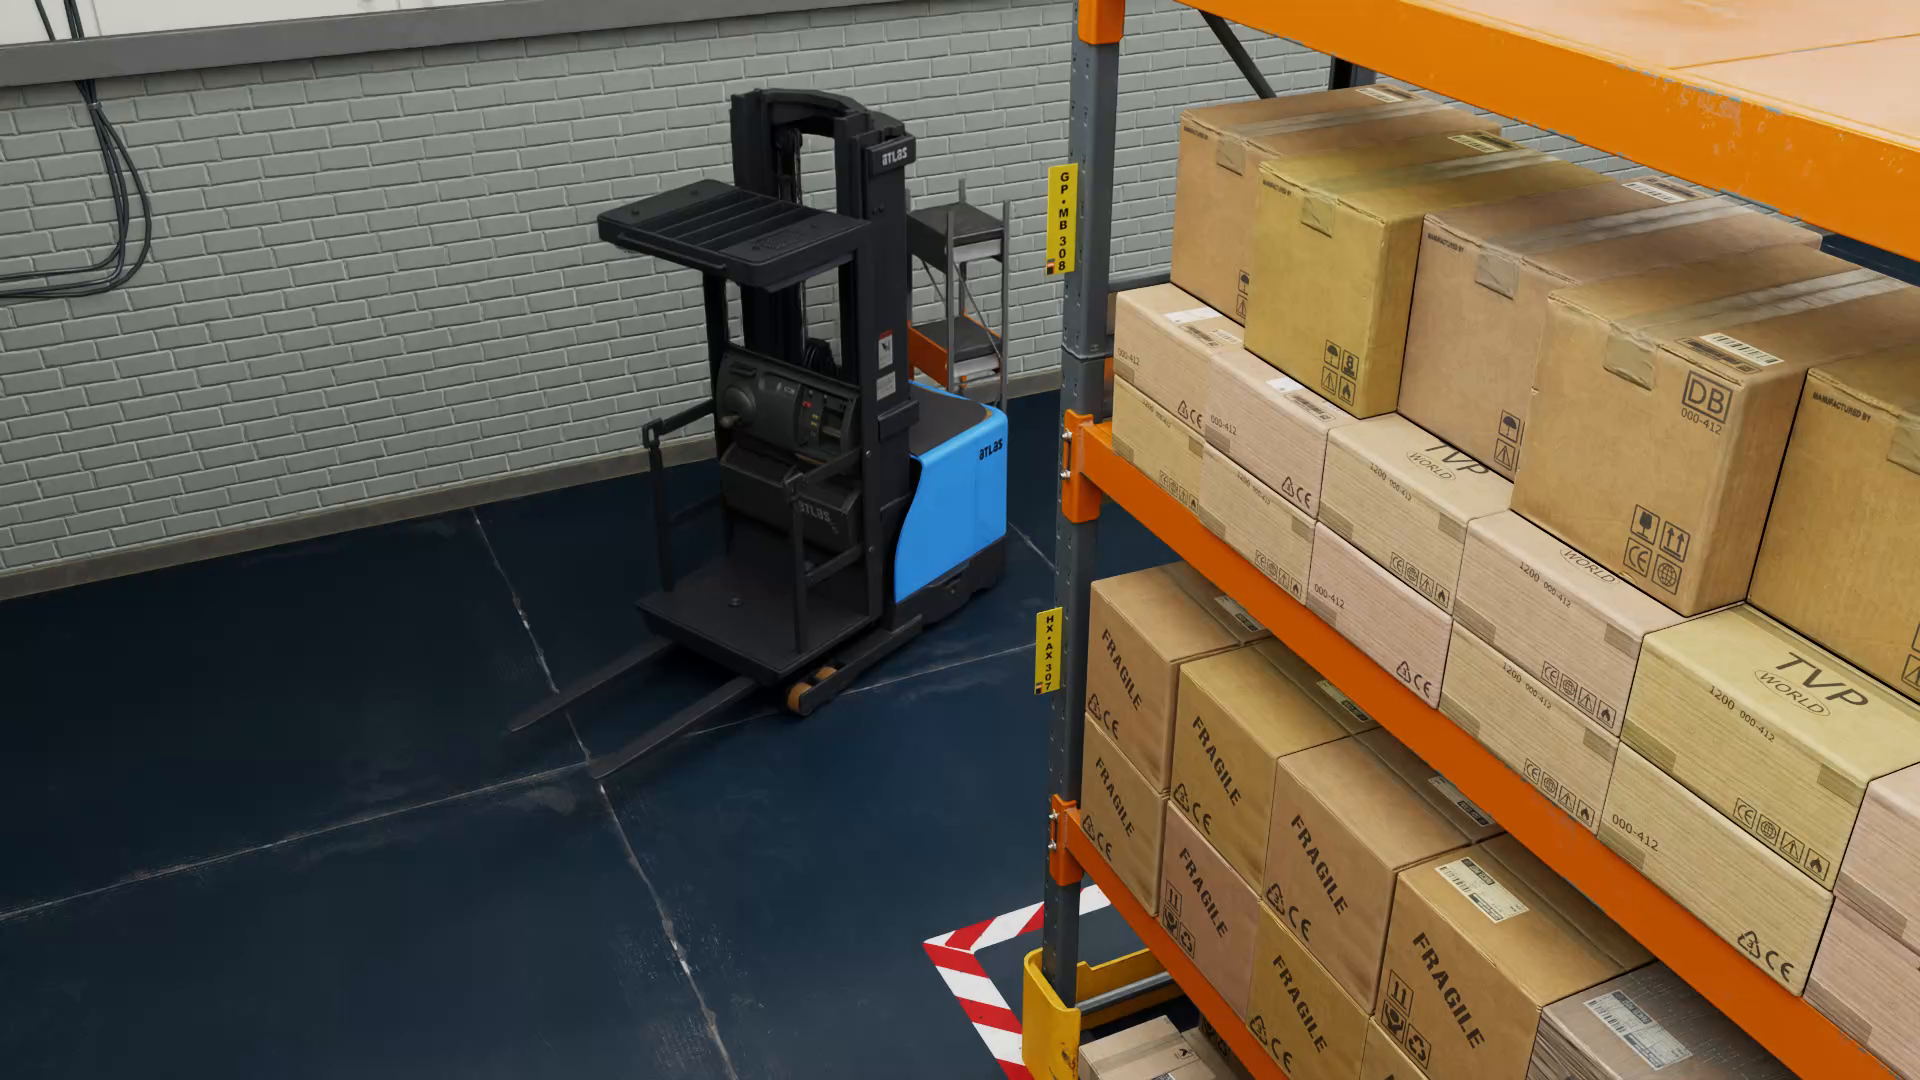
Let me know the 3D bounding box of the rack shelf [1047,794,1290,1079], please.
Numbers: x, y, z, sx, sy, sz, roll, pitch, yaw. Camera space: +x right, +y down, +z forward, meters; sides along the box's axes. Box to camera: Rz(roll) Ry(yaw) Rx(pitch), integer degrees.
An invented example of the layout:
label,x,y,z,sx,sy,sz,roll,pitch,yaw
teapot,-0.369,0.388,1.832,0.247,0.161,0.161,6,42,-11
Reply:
label,x,y,z,sx,sy,sz,roll,pitch,yaw
rack shelf,1.649,1.836,4.617,1.077,0.370,4.000,-13,32,-22

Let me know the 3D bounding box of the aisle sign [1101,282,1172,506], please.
label,x,y,z,sx,sy,sz,roll,pitch,yaw
aisle sign,0.496,-0.464,5.325,0.394,0.787,0.004,-13,32,-22

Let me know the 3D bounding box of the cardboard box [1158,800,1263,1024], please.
label,x,y,z,sx,sy,sz,roll,pitch,yaw
cardboard box,0.969,1.073,5.140,0.500,0.500,0.500,-13,32,-22

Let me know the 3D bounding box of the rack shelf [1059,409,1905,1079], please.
label,x,y,z,sx,sy,sz,roll,pitch,yaw
rack shelf,1.649,0.528,3.884,1.077,0.370,4.000,-13,32,-22

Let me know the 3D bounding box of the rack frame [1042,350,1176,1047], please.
label,x,y,z,sx,sy,sz,roll,pitch,yaw
rack frame,0.791,0.639,6.017,1.000,3.000,0.127,-13,32,-22

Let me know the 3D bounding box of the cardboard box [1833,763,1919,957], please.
label,x,y,z,sx,sy,sz,roll,pitch,yaw
cardboard box,1.842,0.565,2.723,0.500,0.250,0.500,-13,32,-22

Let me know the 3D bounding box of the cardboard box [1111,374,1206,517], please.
label,x,y,z,sx,sy,sz,roll,pitch,yaw
cardboard box,0.782,-0.324,4.820,0.500,0.250,0.500,-13,32,-22

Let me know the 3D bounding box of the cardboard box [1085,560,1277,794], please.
label,x,y,z,sx,sy,sz,roll,pitch,yaw
cardboard box,0.743,0.410,5.299,0.500,0.500,0.500,-12,31,-20

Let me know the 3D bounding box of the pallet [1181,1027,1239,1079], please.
label,x,y,z,sx,sy,sz,roll,pitch,yaw
pallet,1.167,2.241,6.011,1.003,0.211,1.213,-13,32,-22

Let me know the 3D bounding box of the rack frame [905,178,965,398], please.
label,x,y,z,sx,sy,sz,roll,pitch,yaw
rack frame,-0.145,-1.140,10.109,0.400,2.100,0.015,-16,33,-26

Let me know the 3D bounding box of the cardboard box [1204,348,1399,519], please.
label,x,y,z,sx,sy,sz,roll,pitch,yaw
cardboard box,0.984,-0.318,4.299,0.500,0.250,0.500,-13,32,-22

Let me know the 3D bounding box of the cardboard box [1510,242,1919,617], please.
label,x,y,z,sx,sy,sz,roll,pitch,yaw
cardboard box,1.606,-0.248,3.407,0.700,0.500,0.500,-13,32,-22

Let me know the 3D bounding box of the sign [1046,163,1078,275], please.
label,x,y,z,sx,sy,sz,roll,pitch,yaw
sign,0.301,-0.937,4.866,0.100,0.325,0.005,-13,32,-22

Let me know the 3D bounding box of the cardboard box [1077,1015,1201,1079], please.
label,x,y,z,sx,sy,sz,roll,pitch,yaw
cardboard box,0.660,1.948,6.148,0.380,0.149,0.250,-13,32,-22

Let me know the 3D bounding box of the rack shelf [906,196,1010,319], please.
label,x,y,z,sx,sy,sz,roll,pitch,yaw
rack shelf,-0.021,-1.636,9.590,0.431,0.518,0.480,-16,33,-26

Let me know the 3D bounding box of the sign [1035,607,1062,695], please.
label,x,y,z,sx,sy,sz,roll,pitch,yaw
sign,0.301,0.375,5.602,0.100,0.325,0.005,-13,32,-22

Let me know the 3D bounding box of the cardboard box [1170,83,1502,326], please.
label,x,y,z,sx,sy,sz,roll,pitch,yaw
cardboard box,1.026,-0.926,4.616,0.700,0.500,0.500,-13,32,-22

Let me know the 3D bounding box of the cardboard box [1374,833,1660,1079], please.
label,x,y,z,sx,sy,sz,roll,pitch,yaw
cardboard box,1.404,1.086,4.095,0.500,0.500,0.500,-13,32,-22

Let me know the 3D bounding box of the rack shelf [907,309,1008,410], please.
label,x,y,z,sx,sy,sz,roll,pitch,yaw
rack shelf,-0.021,-1.025,9.932,0.431,0.518,0.480,-16,33,-26

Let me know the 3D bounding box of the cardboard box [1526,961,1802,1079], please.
label,x,y,z,sx,sy,sz,roll,pitch,yaw
cardboard box,1.619,1.309,3.698,0.500,0.500,0.500,-13,32,-22

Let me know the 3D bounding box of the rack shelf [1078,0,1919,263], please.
label,x,y,z,sx,sy,sz,roll,pitch,yaw
rack shelf,1.649,-0.779,3.151,1.077,0.370,4.000,-13,32,-22

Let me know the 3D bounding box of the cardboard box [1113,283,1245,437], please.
label,x,y,z,sx,sy,sz,roll,pitch,yaw
cardboard box,0.776,-0.541,4.695,0.500,0.250,0.500,-13,32,-22

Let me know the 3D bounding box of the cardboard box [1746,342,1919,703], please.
label,x,y,z,sx,sy,sz,roll,pitch,yaw
cardboard box,1.958,-0.059,3.070,0.700,0.500,0.500,-13,32,-22

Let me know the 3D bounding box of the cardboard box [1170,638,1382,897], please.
label,x,y,z,sx,sy,sz,roll,pitch,yaw
cardboard box,0.974,0.640,4.891,0.500,0.500,0.500,-13,32,-21

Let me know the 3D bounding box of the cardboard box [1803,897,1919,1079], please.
label,x,y,z,sx,sy,sz,roll,pitch,yaw
cardboard box,1.854,0.781,2.850,0.500,0.250,0.500,-13,32,-22

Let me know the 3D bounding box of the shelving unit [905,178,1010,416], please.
label,x,y,z,sx,sy,sz,roll,pitch,yaw
shelving unit,-0.021,-1.037,9.926,0.431,2.100,0.503,-16,33,-26

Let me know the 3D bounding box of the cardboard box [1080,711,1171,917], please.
label,x,y,z,sx,sy,sz,roll,pitch,yaw
cardboard box,0.743,0.847,5.544,0.500,0.500,0.500,-12,32,-21

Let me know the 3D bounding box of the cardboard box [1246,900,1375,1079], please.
label,x,y,z,sx,sy,sz,roll,pitch,yaw
cardboard box,1.182,1.296,4.743,0.500,0.500,0.500,-13,32,-22

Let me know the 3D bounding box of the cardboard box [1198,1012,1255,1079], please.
label,x,y,z,sx,sy,sz,roll,pitch,yaw
cardboard box,1.247,1.726,6.184,0.500,0.500,0.500,-13,32,-22

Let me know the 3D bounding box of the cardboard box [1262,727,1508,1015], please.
label,x,y,z,sx,sy,sz,roll,pitch,yaw
cardboard box,1.185,0.862,4.495,0.500,0.500,0.500,-13,32,-21

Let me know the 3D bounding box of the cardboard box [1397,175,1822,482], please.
label,x,y,z,sx,sy,sz,roll,pitch,yaw
cardboard box,1.476,-0.489,3.836,0.700,0.500,0.500,-13,32,-22

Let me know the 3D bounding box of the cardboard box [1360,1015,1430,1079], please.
label,x,y,z,sx,sy,sz,roll,pitch,yaw
cardboard box,1.395,1.517,4.349,0.500,0.500,0.500,-13,32,-21

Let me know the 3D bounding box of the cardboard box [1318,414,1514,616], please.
label,x,y,z,sx,sy,sz,roll,pitch,yaw
cardboard box,1.205,-0.099,3.907,0.500,0.250,0.500,-13,32,-22

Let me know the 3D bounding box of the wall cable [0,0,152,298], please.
label,x,y,z,sx,sy,sz,roll,pitch,yaw
wall cable,-5.787,-2.155,8.040,3.097,2.526,0.112,-13,32,-22

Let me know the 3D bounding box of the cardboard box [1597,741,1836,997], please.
label,x,y,z,sx,sy,sz,roll,pitch,yaw
cardboard box,1.632,0.562,3.241,0.500,0.250,0.500,-13,32,-22

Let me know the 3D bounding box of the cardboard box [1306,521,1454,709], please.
label,x,y,z,sx,sy,sz,roll,pitch,yaw
cardboard box,1.201,0.120,4.028,0.500,0.250,0.500,-13,32,-22

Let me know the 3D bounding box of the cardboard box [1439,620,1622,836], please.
label,x,y,z,sx,sy,sz,roll,pitch,yaw
cardboard box,1.421,0.340,3.636,0.500,0.250,0.500,-13,32,-22

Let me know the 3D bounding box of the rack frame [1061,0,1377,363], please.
label,x,y,z,sx,sy,sz,roll,pitch,yaw
rack frame,0.791,-1.978,4.549,1.000,3.000,0.127,-13,32,-22

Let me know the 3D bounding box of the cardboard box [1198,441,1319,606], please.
label,x,y,z,sx,sy,sz,roll,pitch,yaw
cardboard box,0.985,-0.100,4.421,0.500,0.250,0.500,-13,32,-22

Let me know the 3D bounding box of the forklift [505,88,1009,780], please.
label,x,y,z,sx,sy,sz,roll,pitch,yaw
forklift,-1.026,-0.646,8.378,1.130,2.935,3.031,21,36,33

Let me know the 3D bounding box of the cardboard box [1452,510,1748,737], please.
label,x,y,z,sx,sy,sz,roll,pitch,yaw
cardboard box,1.416,0.123,3.512,0.500,0.250,0.500,-13,32,-22

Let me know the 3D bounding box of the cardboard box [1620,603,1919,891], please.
label,x,y,z,sx,sy,sz,roll,pitch,yaw
cardboard box,1.630,0.344,3.118,0.500,0.250,0.500,-13,32,-22

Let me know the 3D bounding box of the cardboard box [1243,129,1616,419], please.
label,x,y,z,sx,sy,sz,roll,pitch,yaw
cardboard box,1.164,-0.687,4.190,0.700,0.500,0.500,-13,32,-22

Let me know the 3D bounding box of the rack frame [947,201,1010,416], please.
label,x,y,z,sx,sy,sz,roll,pitch,yaw
rack frame,0.103,-0.934,9.742,0.400,2.100,0.015,-16,33,-26

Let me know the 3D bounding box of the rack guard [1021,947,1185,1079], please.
label,x,y,z,sx,sy,sz,roll,pitch,yaw
rack guard,0.823,1.763,6.568,1.175,0.500,0.348,-13,32,-22

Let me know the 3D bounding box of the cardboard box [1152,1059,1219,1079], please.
label,x,y,z,sx,sy,sz,roll,pitch,yaw
cardboard box,0.767,2.050,5.947,0.380,0.166,0.250,-13,32,-22
